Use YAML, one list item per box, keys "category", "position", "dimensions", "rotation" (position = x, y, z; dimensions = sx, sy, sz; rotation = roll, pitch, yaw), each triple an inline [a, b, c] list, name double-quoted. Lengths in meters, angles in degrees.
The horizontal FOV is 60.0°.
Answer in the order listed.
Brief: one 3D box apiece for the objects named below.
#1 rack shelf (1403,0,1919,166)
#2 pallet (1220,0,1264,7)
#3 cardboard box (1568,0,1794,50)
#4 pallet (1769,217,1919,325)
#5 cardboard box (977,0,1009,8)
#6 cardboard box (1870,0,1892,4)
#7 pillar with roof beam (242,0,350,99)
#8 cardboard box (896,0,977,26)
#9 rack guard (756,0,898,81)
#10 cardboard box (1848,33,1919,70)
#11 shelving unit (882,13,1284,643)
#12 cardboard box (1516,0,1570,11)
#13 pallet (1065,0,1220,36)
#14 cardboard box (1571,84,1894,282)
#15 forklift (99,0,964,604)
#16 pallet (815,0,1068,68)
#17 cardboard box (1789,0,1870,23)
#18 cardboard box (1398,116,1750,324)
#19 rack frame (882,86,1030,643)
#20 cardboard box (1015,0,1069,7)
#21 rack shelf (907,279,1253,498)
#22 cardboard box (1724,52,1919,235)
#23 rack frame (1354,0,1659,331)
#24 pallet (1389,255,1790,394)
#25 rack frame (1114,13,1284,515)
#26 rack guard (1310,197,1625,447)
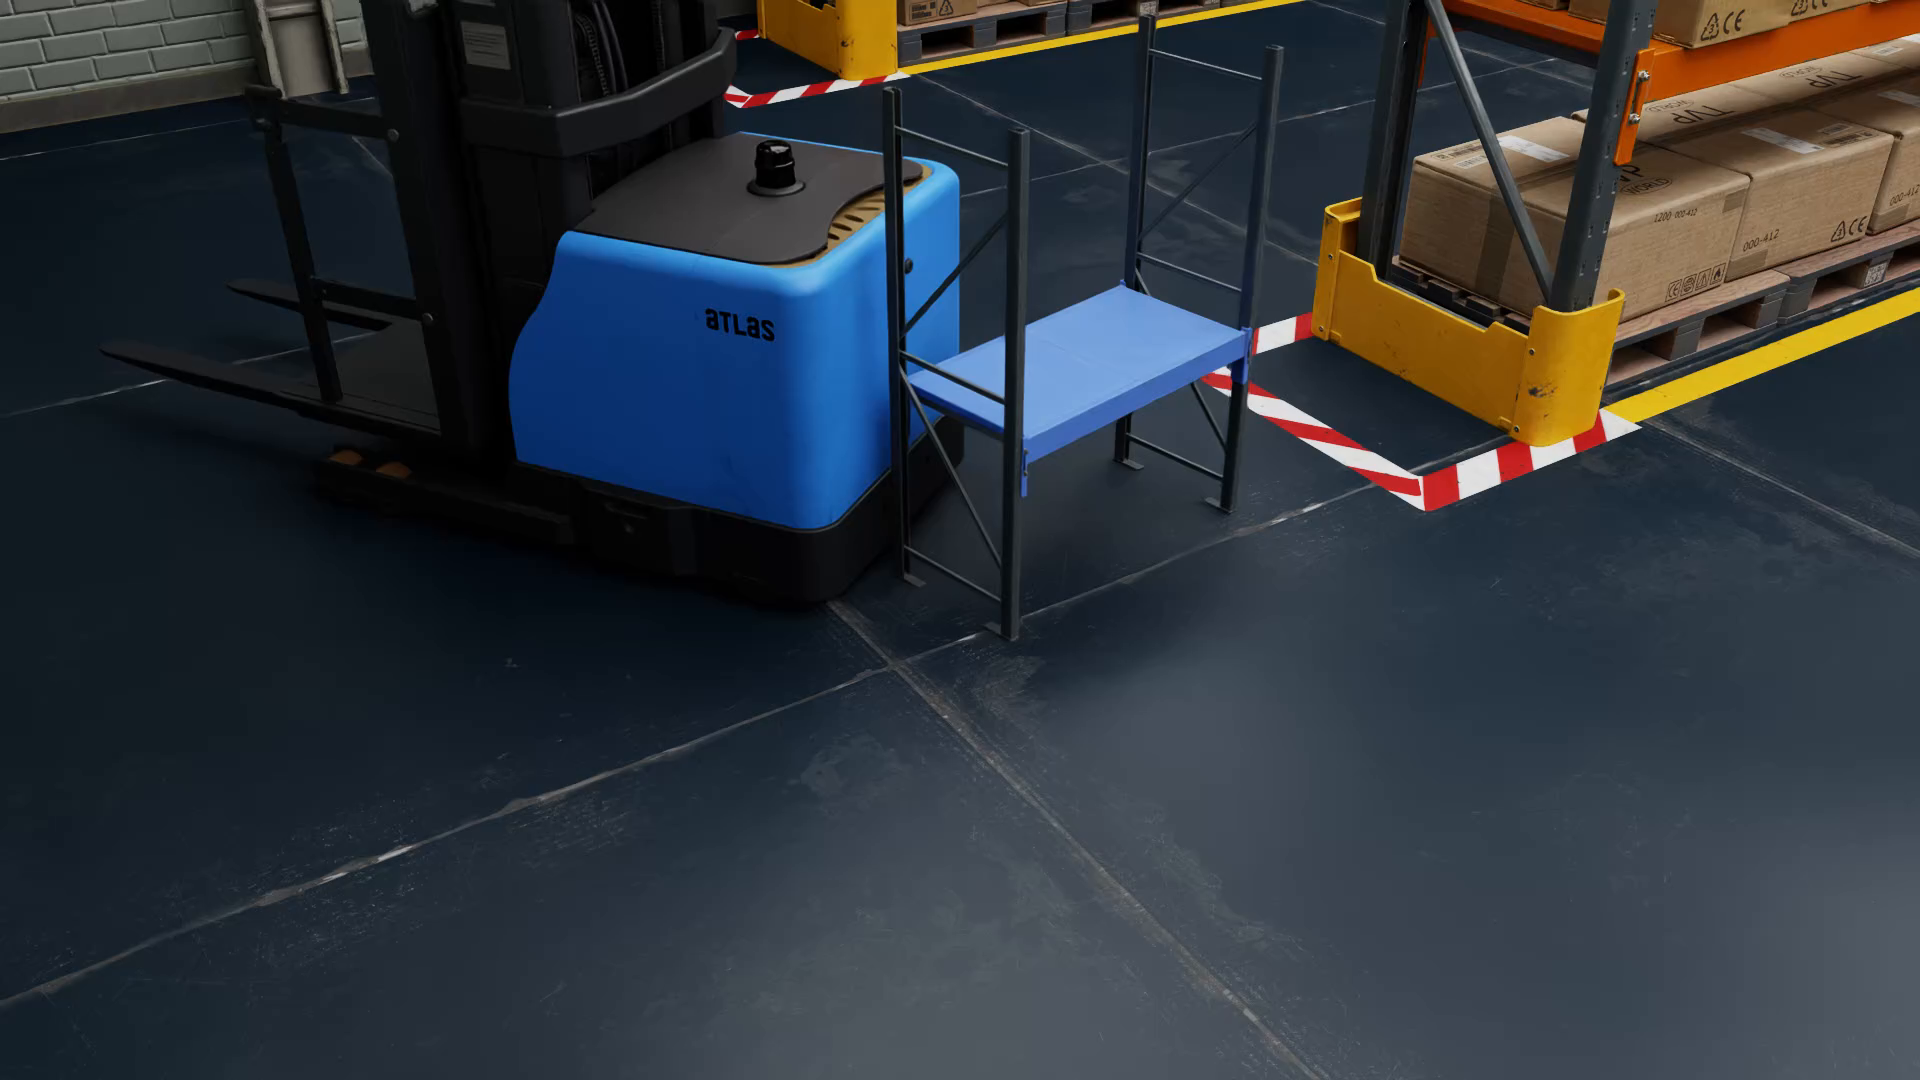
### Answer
- category: "rack shelf"
  position: [3.519, -2.169, 6.552]
  dimensions: [4.000, 0.370, 1.077]
  rotation: [-19, 37, -27]
- category: "pallet"
  position: [1.930, -3.899, 11.233]
  dimensions: [1.213, 0.211, 1.003]
  rotation: [-19, 37, -27]
- category: "cardboard box"
  position: [2.397, -1.948, 5.433]
  dimensions: [0.500, 0.500, 0.500]
  rotation: [-19, 37, -28]
- category: "pallet"
  position: [3.492, -1.333, 7.165]
  dimensions: [1.213, 0.211, 1.003]
  rotation: [-19, 37, -27]
- category: "cardboard box"
  position: [0.089, -3.332, 9.999]
  dimensions: [0.250, 0.149, 0.380]
  rotation: [-21, 38, -29]
- category: "cardboard box"
  position: [3.244, -2.245, 5.904]
  dimensions: [0.500, 0.500, 0.500]
  rotation: [-19, 37, -28]
- category: "pillar with roof beam"
  position: [-1.277, -4.352, 3.714]
  dimensions: [0.400, 9.000, 9.100]
  rotation: [-19, 37, -27]
- category: "cardboard box"
  position: [-0.289, -3.376, 9.737]
  dimensions: [0.637, 0.503, 0.797]
  rotation: [-21, 38, -29]
- category: "rack guard"
  position: [-0.791, -3.085, 9.672]
  dimensions: [0.348, 0.500, 1.175]
  rotation: [-19, 37, -27]
- category: "cardboard box"
  position: [4.614, -2.012, 7.636]
  dimensions: [0.875, 0.438, 0.875]
  rotation: [-20, 37, -28]
- category: "shelving unit"
  position: [0.347, -0.628, 4.840]
  dimensions: [1.048, 1.500, 0.538]
  rotation: [-28, 41, -36]
- category: "cardboard box"
  position: [2.100, -2.196, 5.826]
  dimensions: [0.500, 0.500, 0.500]
  rotation: [-19, 37, -27]
- category: "pallet"
  position: [0.903, -3.544, 10.671]
  dimensions: [1.213, 0.211, 1.003]
  rotation: [-19, 37, -27]
- category: "cardboard box"
  position: [3.103, -1.493, 6.814]
  dimensions: [0.875, 0.438, 0.875]
  rotation: [-18, 36, -26]
- category: "forklift"
  position: [-1.549, -1.565, 4.984]
  dimensions: [3.031, 2.935, 1.130]
  rotation: [13, 35, 20]
- category: "pallet"
  position: [-0.121, -3.194, 10.115]
  dimensions: [1.213, 0.211, 1.003]
  rotation: [-19, 37, -27]
- category: "cardboard box"
  position: [2.807, -2.106, 5.684]
  dimensions: [0.500, 0.500, 0.500]
  rotation: [-20, 37, -28]
- category: "cardboard box"
  position: [2.338, -1.225, 6.388]
  dimensions: [0.875, 0.438, 0.875]
  rotation: [-20, 38, -29]
- category: "rack frame"
  position: [-0.017, -0.439, 4.539]
  dimensions: [0.032, 1.500, 0.500]
  rotation: [-28, 41, -36]
- category: "cardboard box"
  position: [0.450, -3.605, 10.102]
  dimensions: [0.500, 0.500, 0.700]
  rotation: [-17, 36, -25]
- category: "rack shelf"
  position: [0.347, -0.476, 4.936]
  dimensions: [1.000, 0.185, 0.538]
  rotation: [-28, 41, -36]
- category: "cardboard box"
  position: [3.862, -1.753, 7.226]
  dimensions: [0.875, 0.438, 0.875]
  rotation: [-20, 37, -29]
- category: "rack frame"
  position: [1.838, -1.895, 5.443]
  dimensions: [0.127, 3.000, 1.000]
  rotation: [-19, 37, -27]
- category: "pallet"
  position: [2.467, -0.982, 6.609]
  dimensions: [1.213, 0.211, 1.003]
  rotation: [-19, 37, -27]
- category: "rack frame"
  position: [0.711, -0.817, 5.140]
  dimensions: [0.032, 1.500, 0.500]
  rotation: [-28, 41, -36]
- category: "rack guard"
  position: [1.818, -0.831, 6.099]
  dimensions: [0.348, 0.500, 1.175]
  rotation: [-19, 37, -27]
